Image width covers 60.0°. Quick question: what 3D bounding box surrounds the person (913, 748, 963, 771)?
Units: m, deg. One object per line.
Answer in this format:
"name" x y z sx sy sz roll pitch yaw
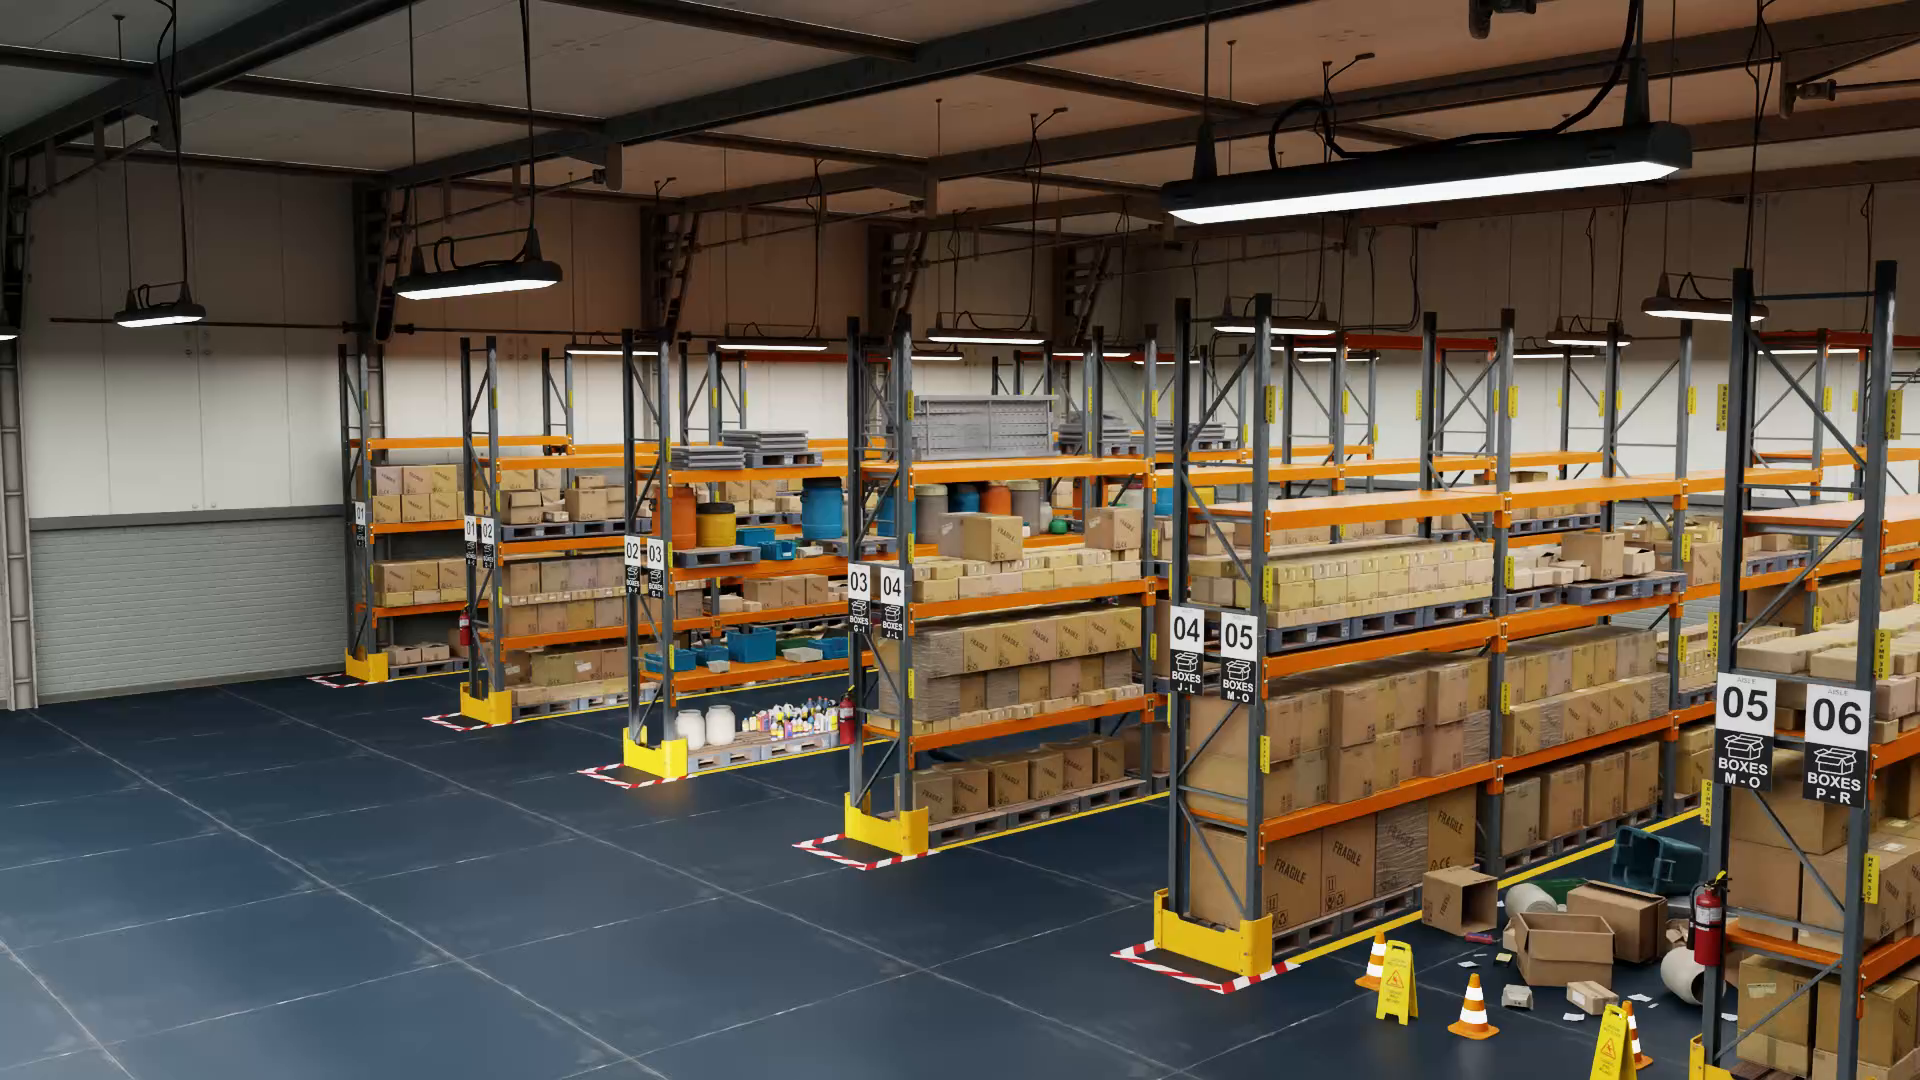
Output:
"person" -0.381 2.474 21.570 0.964 1.455 0.520 -2 5 -20

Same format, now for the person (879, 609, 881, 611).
"person" -1.224 1.730 29.484 0.565 1.602 0.649 3 6 30
